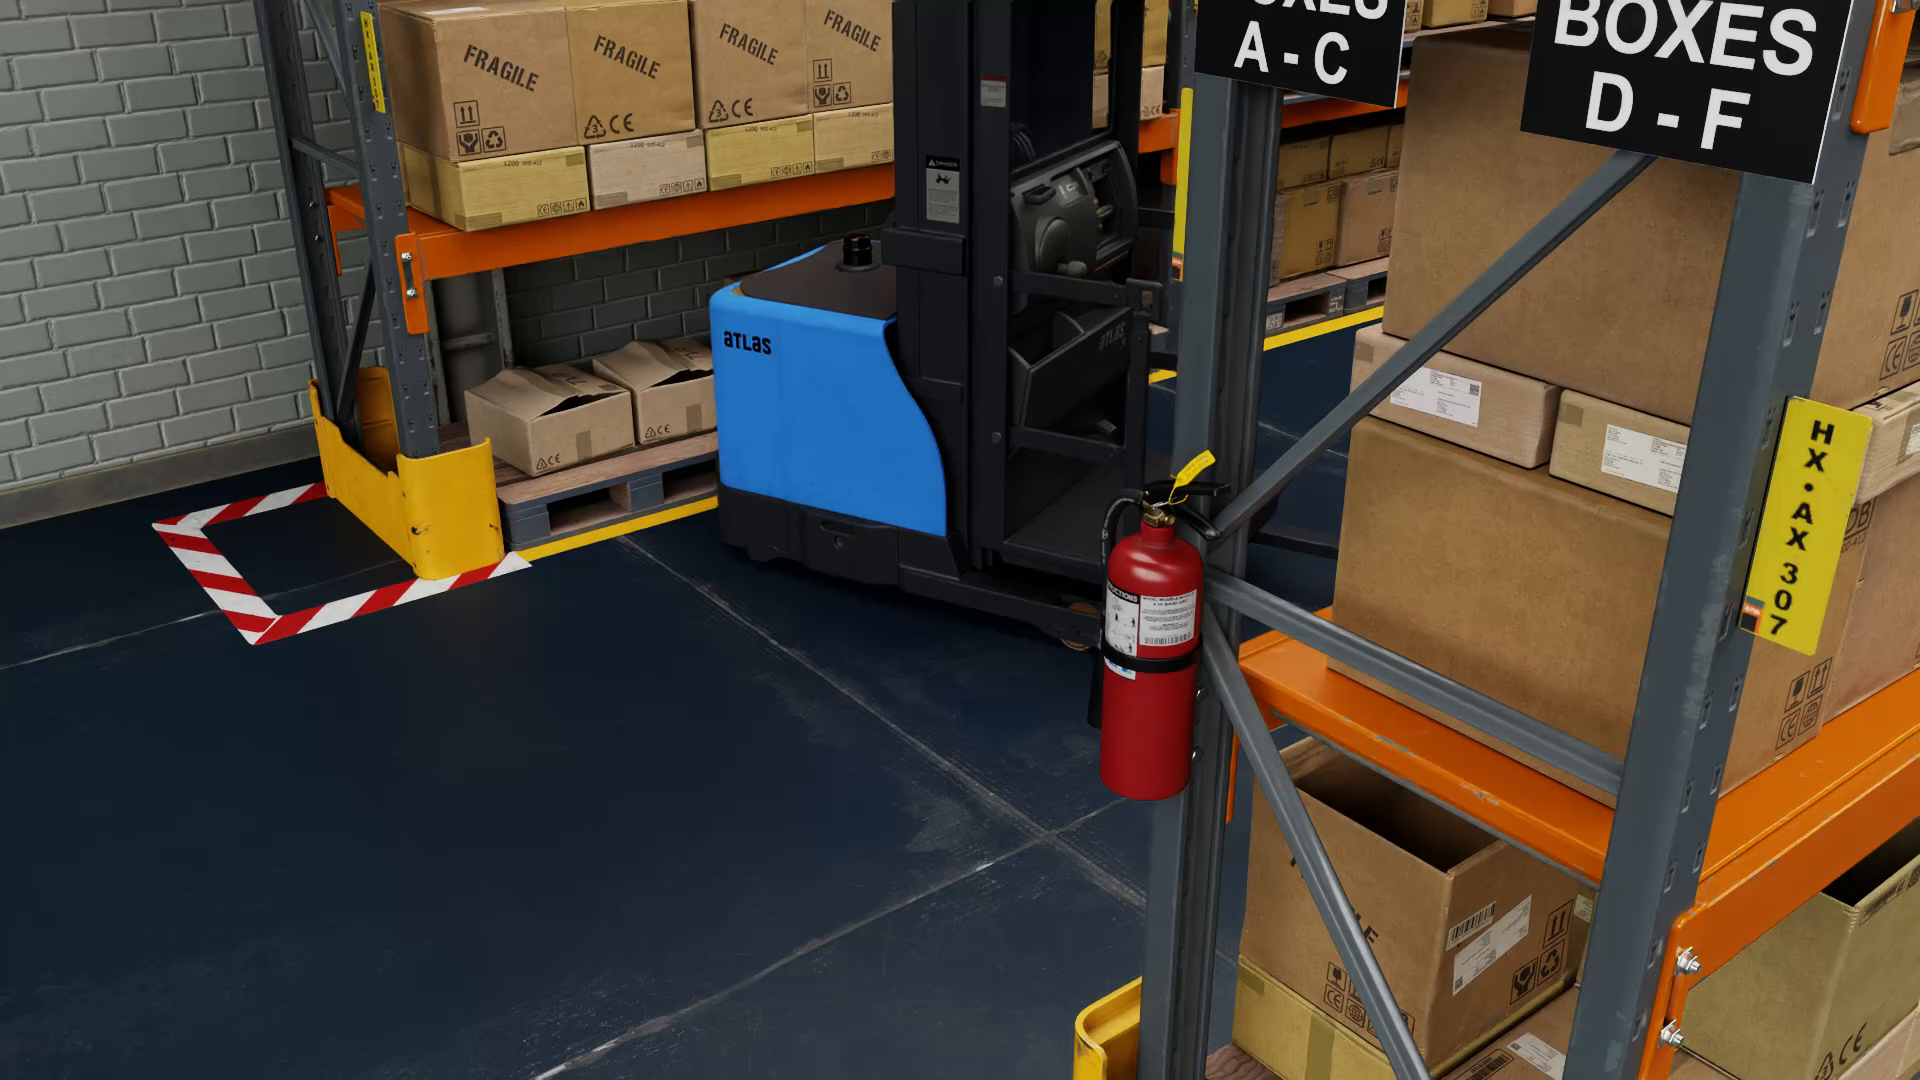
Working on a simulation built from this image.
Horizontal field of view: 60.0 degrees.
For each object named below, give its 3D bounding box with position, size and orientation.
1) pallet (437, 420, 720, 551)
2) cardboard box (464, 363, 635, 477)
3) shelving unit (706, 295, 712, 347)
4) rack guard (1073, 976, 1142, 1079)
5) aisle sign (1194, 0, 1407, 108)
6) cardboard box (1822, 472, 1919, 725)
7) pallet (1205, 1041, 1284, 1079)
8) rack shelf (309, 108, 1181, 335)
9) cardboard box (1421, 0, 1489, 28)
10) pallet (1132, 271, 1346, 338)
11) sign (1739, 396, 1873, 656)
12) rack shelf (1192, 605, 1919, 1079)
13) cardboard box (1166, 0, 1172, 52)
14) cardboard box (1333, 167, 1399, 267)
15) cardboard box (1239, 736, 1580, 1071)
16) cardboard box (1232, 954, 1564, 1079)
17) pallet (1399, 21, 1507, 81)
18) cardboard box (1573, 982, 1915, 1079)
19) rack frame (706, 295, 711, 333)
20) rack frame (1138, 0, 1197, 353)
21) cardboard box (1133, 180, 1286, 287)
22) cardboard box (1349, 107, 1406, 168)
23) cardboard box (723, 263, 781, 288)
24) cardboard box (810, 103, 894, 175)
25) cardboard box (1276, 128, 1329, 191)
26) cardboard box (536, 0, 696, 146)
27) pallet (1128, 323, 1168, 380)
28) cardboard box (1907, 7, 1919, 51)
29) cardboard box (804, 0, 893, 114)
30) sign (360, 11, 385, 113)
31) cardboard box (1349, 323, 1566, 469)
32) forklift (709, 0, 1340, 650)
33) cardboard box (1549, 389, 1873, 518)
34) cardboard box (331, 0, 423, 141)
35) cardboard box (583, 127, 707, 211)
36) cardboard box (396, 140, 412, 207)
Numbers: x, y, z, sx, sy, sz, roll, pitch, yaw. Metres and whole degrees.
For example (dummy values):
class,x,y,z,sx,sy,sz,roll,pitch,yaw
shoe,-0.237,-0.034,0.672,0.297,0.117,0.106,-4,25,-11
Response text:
class,x,y,z,sx,sy,sz,roll,pitch,yaw
pallet,-1.614,-0.366,7.288,1.213,0.211,1.003,-18,31,-34
cardboard box,-1.735,-0.542,7.026,0.500,0.311,0.500,-23,33,-40
shelving unit,-0.847,-0.596,6.941,0.258,0.900,0.210,10,26,33
rack guard,0.706,1.368,3.208,0.348,0.500,1.175,-18,31,-34
aisle sign,0.492,-1.031,2.321,0.004,0.787,0.394,-18,31,-34
cardboard box,1.511,-0.072,3.224,0.500,0.500,0.700,-17,30,-33
pallet,1.301,1.280,3.741,1.213,0.211,1.003,-18,31,-34
rack shelf,-0.761,-1.605,7.500,4.000,0.370,1.077,-18,31,-34
cardboard box,2.630,-3.279,9.610,0.500,0.500,0.700,-18,31,-34
pallet,1.425,-1.389,9.492,1.213,0.211,1.003,-18,31,-34
sign,1.063,-0.015,2.097,0.005,0.325,0.100,-18,31,-34
rack shelf,2.299,0.035,3.966,4.000,0.370,1.077,-18,31,-34
cardboard box,1.235,-2.817,8.615,0.500,0.500,0.700,-18,30,-34
cardboard box,2.184,-1.984,9.908,0.500,0.500,0.700,-18,30,-33
cardboard box,0.963,0.707,3.541,0.500,0.500,0.500,-18,31,-34
cardboard box,0.965,1.048,3.697,0.500,0.250,0.500,-18,31,-34
pallet,2.428,-2.875,9.610,1.213,0.211,1.003,-18,31,-34
cardboard box,1.675,1.088,3.610,0.500,0.250,0.500,-18,31,-34
rack frame,-0.903,-0.562,6.864,0.240,0.900,0.006,10,26,33
rack frame,0.813,-2.451,8.468,0.127,3.000,1.000,-18,31,-34
cardboard box,1.382,-1.714,9.326,0.500,0.500,0.700,-17,30,-32
cardboard box,2.537,-2.429,9.977,0.500,0.250,0.500,-18,31,-34
cardboard box,-0.678,-0.950,7.680,0.500,0.500,0.700,-21,32,-37
cardboard box,-0.551,-1.775,7.166,0.500,0.250,0.500,-18,30,-34
cardboard box,1.726,-2.169,9.417,0.500,0.250,0.500,-19,31,-35
cardboard box,-1.378,-1.843,6.421,0.500,0.500,0.500,-18,30,-34
pallet,0.306,-1.000,8.654,1.213,0.211,1.003,-18,31,-34
cardboard box,1.552,-0.675,2.981,0.500,0.500,0.700,-19,31,-35
cardboard box,-0.569,-2.113,7.003,0.500,0.500,0.500,-17,30,-32
sign,-2.000,-1.625,5.660,0.005,0.325,0.100,-18,31,-34
cardboard box,0.908,-0.274,2.888,0.250,0.149,0.380,-19,31,-35
forklift,0.589,-1.155,5.757,3.031,2.935,1.130,13,28,26
cardboard box,1.167,-0.142,2.604,0.250,0.149,0.380,-19,31,-34
cardboard box,-2.095,-1.886,6.514,0.500,0.500,0.500,-19,31,-35
cardboard box,-1.355,-1.514,6.604,0.500,0.250,0.500,-19,31,-36
cardboard box,-2.086,-1.539,6.657,0.500,0.250,0.500,-18,30,-33
